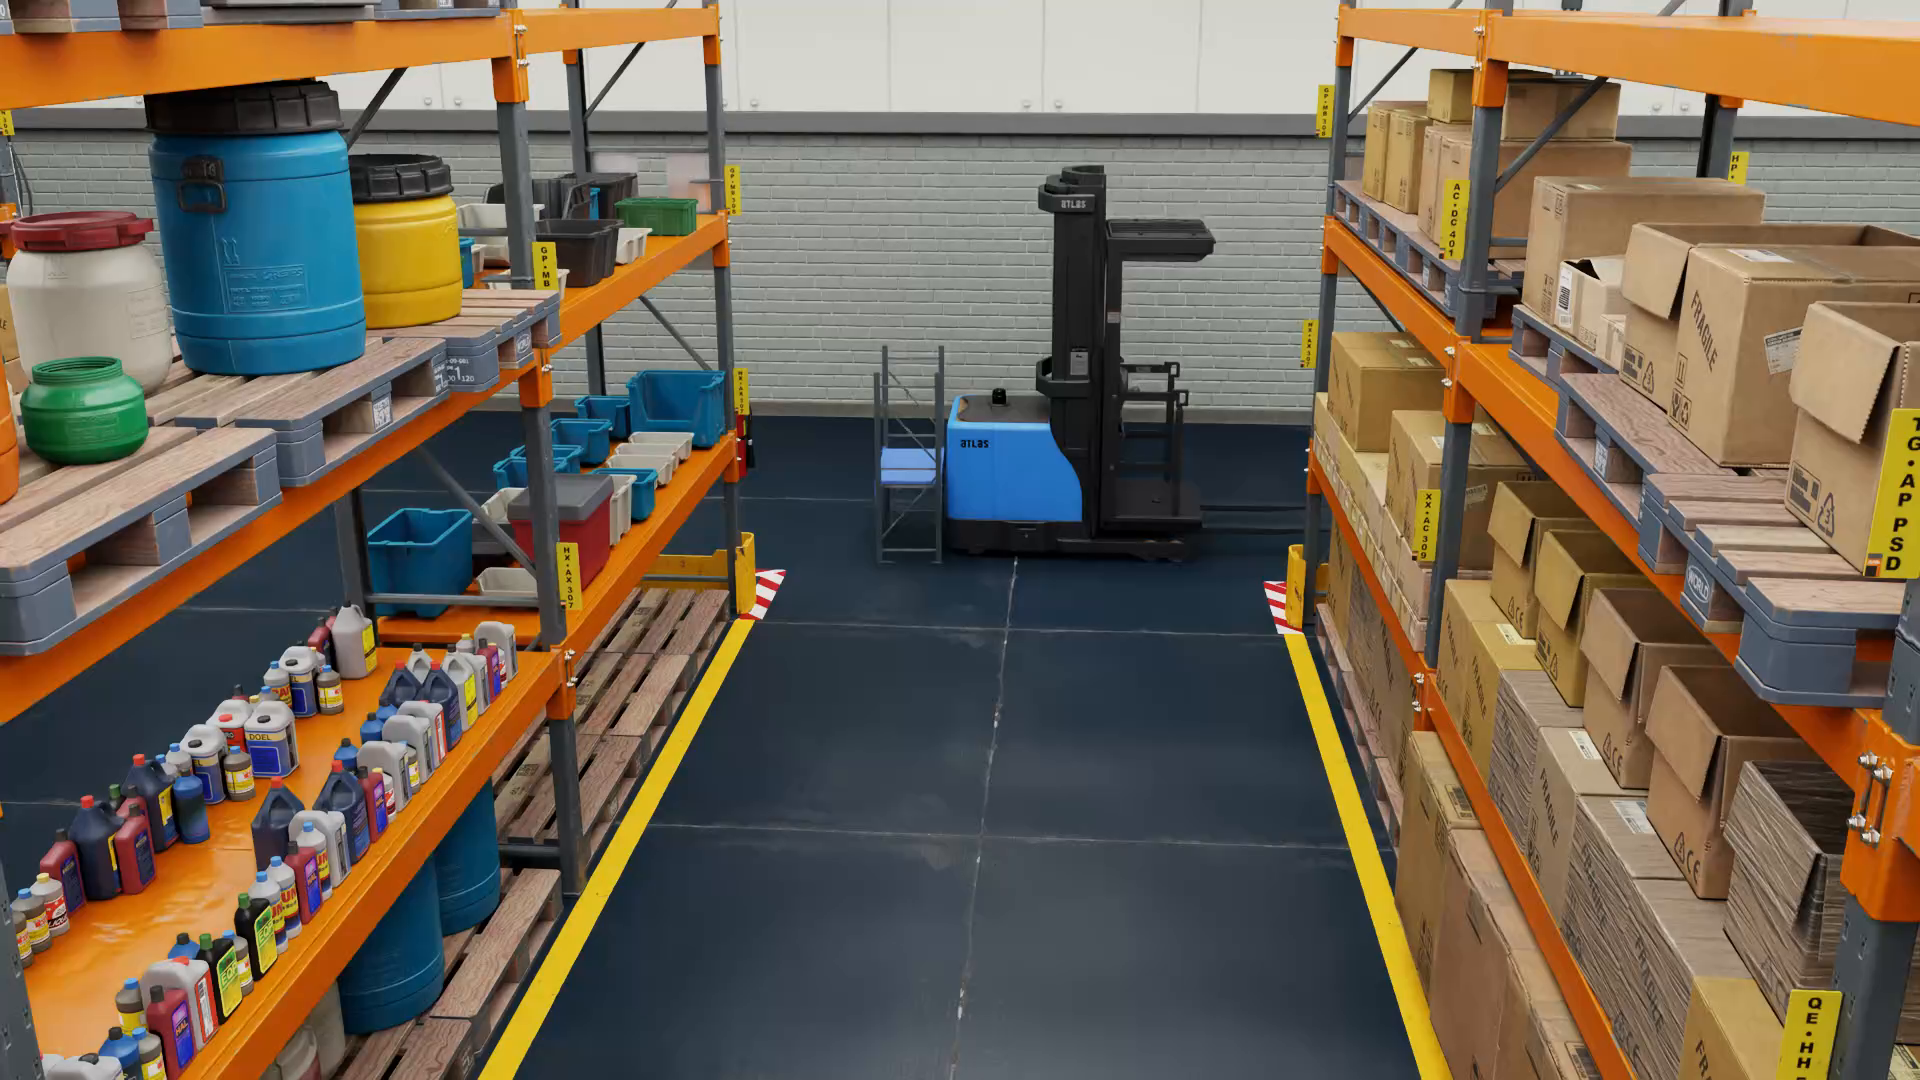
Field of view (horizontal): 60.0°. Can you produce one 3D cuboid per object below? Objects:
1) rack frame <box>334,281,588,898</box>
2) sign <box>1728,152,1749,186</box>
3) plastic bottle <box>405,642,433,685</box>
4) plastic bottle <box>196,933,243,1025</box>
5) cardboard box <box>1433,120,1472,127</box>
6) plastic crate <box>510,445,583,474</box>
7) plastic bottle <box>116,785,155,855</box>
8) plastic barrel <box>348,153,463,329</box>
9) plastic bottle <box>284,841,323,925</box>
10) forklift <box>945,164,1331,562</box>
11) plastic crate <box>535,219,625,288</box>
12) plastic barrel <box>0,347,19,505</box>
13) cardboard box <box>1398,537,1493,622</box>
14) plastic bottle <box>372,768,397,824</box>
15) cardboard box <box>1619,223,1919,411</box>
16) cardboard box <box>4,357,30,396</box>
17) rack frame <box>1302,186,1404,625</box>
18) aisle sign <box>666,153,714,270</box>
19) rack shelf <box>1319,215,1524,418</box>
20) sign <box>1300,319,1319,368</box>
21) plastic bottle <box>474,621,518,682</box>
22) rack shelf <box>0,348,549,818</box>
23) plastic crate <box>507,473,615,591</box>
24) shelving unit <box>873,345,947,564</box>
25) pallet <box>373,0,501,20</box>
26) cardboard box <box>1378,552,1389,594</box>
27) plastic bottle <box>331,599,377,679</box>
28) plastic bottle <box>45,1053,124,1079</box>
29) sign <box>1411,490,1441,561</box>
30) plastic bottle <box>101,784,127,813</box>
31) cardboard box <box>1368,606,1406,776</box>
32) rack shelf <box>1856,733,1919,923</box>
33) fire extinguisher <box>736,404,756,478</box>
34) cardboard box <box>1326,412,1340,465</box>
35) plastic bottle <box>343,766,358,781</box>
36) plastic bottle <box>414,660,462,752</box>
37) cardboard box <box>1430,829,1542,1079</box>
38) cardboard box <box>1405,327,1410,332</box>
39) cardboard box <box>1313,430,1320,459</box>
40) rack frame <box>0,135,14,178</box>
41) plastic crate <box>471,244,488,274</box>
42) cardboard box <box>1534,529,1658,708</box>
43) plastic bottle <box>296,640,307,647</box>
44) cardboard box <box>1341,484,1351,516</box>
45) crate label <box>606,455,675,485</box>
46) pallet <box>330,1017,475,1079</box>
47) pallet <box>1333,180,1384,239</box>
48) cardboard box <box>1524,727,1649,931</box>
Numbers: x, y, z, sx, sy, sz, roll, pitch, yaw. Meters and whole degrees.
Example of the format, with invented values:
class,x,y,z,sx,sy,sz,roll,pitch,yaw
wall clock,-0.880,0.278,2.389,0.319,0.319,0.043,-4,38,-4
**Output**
class,x,y,z,sx,sy,sz,roll,pitch,yaw
rack frame,-2.345,0.287,7.730,1.000,3.000,0.127,1,18,4
sign,3.137,-1.414,6.768,0.100,0.325,0.005,1,18,4
plastic bottle,-2.228,0.600,6.853,0.144,0.351,0.185,1,18,4
plastic bottle,-2.190,1.273,4.907,0.061,0.283,0.133,1,18,4
cardboard box,2.813,-1.893,8.570,0.700,0.500,0.500,2,18,6
plastic crate,-2.499,-0.426,10.078,0.416,0.233,0.300,1,18,4
plastic bottle,-2.863,0.997,5.750,0.061,0.283,0.133,1,18,4
plastic barrel,-2.208,-1.139,6.289,0.600,0.588,0.600,0,18,0
plastic bottle,-2.150,1.100,5.437,0.061,0.283,0.133,1,18,4
forklift,1.423,-1.393,12.966,3.031,2.935,1.130,1,18,3
plastic crate,-1.983,-1.456,8.442,0.497,0.269,0.590,1,18,4
plastic barrel,-2.588,-0.476,3.877,0.600,0.830,0.708,1,18,4
cardboard box,2.365,0.185,7.806,0.500,0.250,0.500,1,18,3
plastic bottle,-2.121,0.932,6.081,0.097,0.201,0.097,0,18,0
cardboard box,2.434,-0.669,4.990,0.797,0.503,0.637,1,18,3
cardboard box,-6.759,-0.969,11.403,0.500,0.500,0.500,2,18,6
rack frame,2.882,-0.845,11.183,1.000,3.000,0.127,1,18,4
aisle sign,-1.761,-2.206,11.164,0.394,0.787,0.004,1,18,4
rack shelf,2.739,-1.307,8.933,1.077,0.370,4.000,1,18,4
sign,2.329,-1.308,11.080,0.100,0.325,0.005,1,18,4
plastic bottle,-2.051,0.476,7.353,0.152,0.276,0.135,1,18,4
rack shelf,-2.488,-0.175,5.479,1.077,0.370,4.000,1,18,4
plastic crate,-2.031,-0.044,8.539,0.402,0.464,0.583,1,18,4
shelving unit,-0.386,-0.695,13.135,0.538,1.500,1.048,0,18,1
pallet,-2.374,-2.026,6.101,1.003,0.211,1.213,1,18,4
cardboard box,2.345,0.175,8.474,0.380,0.149,0.250,2,18,5
plastic bottle,-2.697,0.425,7.387,0.144,0.351,0.185,1,18,4
plastic bottle,-2.278,1.461,4.346,0.152,0.276,0.135,1,18,4
sign,2.041,-0.063,7.281,0.100,0.325,0.005,1,18,4
plastic bottle,-2.924,0.996,5.754,0.061,0.283,0.133,1,18,4
cardboard box,2.787,0.725,9.131,0.875,0.875,0.875,1,18,4
rack shelf,2.165,1.178,1.350,1.077,0.370,4.000,1,18,4
fire extinguisher,-1.594,-0.778,11.703,0.296,0.674,0.183,1,18,4
cardboard box,2.547,-0.610,10.231,0.500,0.250,0.500,1,18,3
plastic bottle,-2.191,0.939,5.948,0.097,0.271,0.097,0,18,0
plastic bottle,-2.098,0.661,6.668,0.144,0.351,0.185,1,18,4
cardboard box,2.506,1.685,6.203,1.225,0.875,0.875,1,18,2
cardboard box,3.109,-1.114,10.564,0.500,0.500,0.500,2,18,5
cardboard box,2.527,-0.622,10.909,0.380,0.149,0.250,1,18,5
rack frame,-6.999,-3.918,10.928,1.000,3.000,0.127,1,18,4
plastic crate,-2.634,-1.417,8.535,0.293,0.136,0.466,1,18,4
cardboard box,2.497,0.285,5.965,0.797,0.503,0.637,1,18,5
plastic bottle,-2.804,0.561,7.102,0.097,0.271,0.097,0,18,0
cardboard box,2.438,-0.223,9.690,0.380,0.149,0.250,1,18,3
crate label,-1.967,-0.424,10.228,0.396,0.136,0.243,1,18,4
pallet,-2.527,2.231,6.276,1.003,0.211,1.213,1,18,4
pallet,2.839,-1.997,10.026,1.003,0.211,1.213,1,18,4
cardboard box,2.210,0.960,5.517,0.500,0.500,0.500,2,18,5
